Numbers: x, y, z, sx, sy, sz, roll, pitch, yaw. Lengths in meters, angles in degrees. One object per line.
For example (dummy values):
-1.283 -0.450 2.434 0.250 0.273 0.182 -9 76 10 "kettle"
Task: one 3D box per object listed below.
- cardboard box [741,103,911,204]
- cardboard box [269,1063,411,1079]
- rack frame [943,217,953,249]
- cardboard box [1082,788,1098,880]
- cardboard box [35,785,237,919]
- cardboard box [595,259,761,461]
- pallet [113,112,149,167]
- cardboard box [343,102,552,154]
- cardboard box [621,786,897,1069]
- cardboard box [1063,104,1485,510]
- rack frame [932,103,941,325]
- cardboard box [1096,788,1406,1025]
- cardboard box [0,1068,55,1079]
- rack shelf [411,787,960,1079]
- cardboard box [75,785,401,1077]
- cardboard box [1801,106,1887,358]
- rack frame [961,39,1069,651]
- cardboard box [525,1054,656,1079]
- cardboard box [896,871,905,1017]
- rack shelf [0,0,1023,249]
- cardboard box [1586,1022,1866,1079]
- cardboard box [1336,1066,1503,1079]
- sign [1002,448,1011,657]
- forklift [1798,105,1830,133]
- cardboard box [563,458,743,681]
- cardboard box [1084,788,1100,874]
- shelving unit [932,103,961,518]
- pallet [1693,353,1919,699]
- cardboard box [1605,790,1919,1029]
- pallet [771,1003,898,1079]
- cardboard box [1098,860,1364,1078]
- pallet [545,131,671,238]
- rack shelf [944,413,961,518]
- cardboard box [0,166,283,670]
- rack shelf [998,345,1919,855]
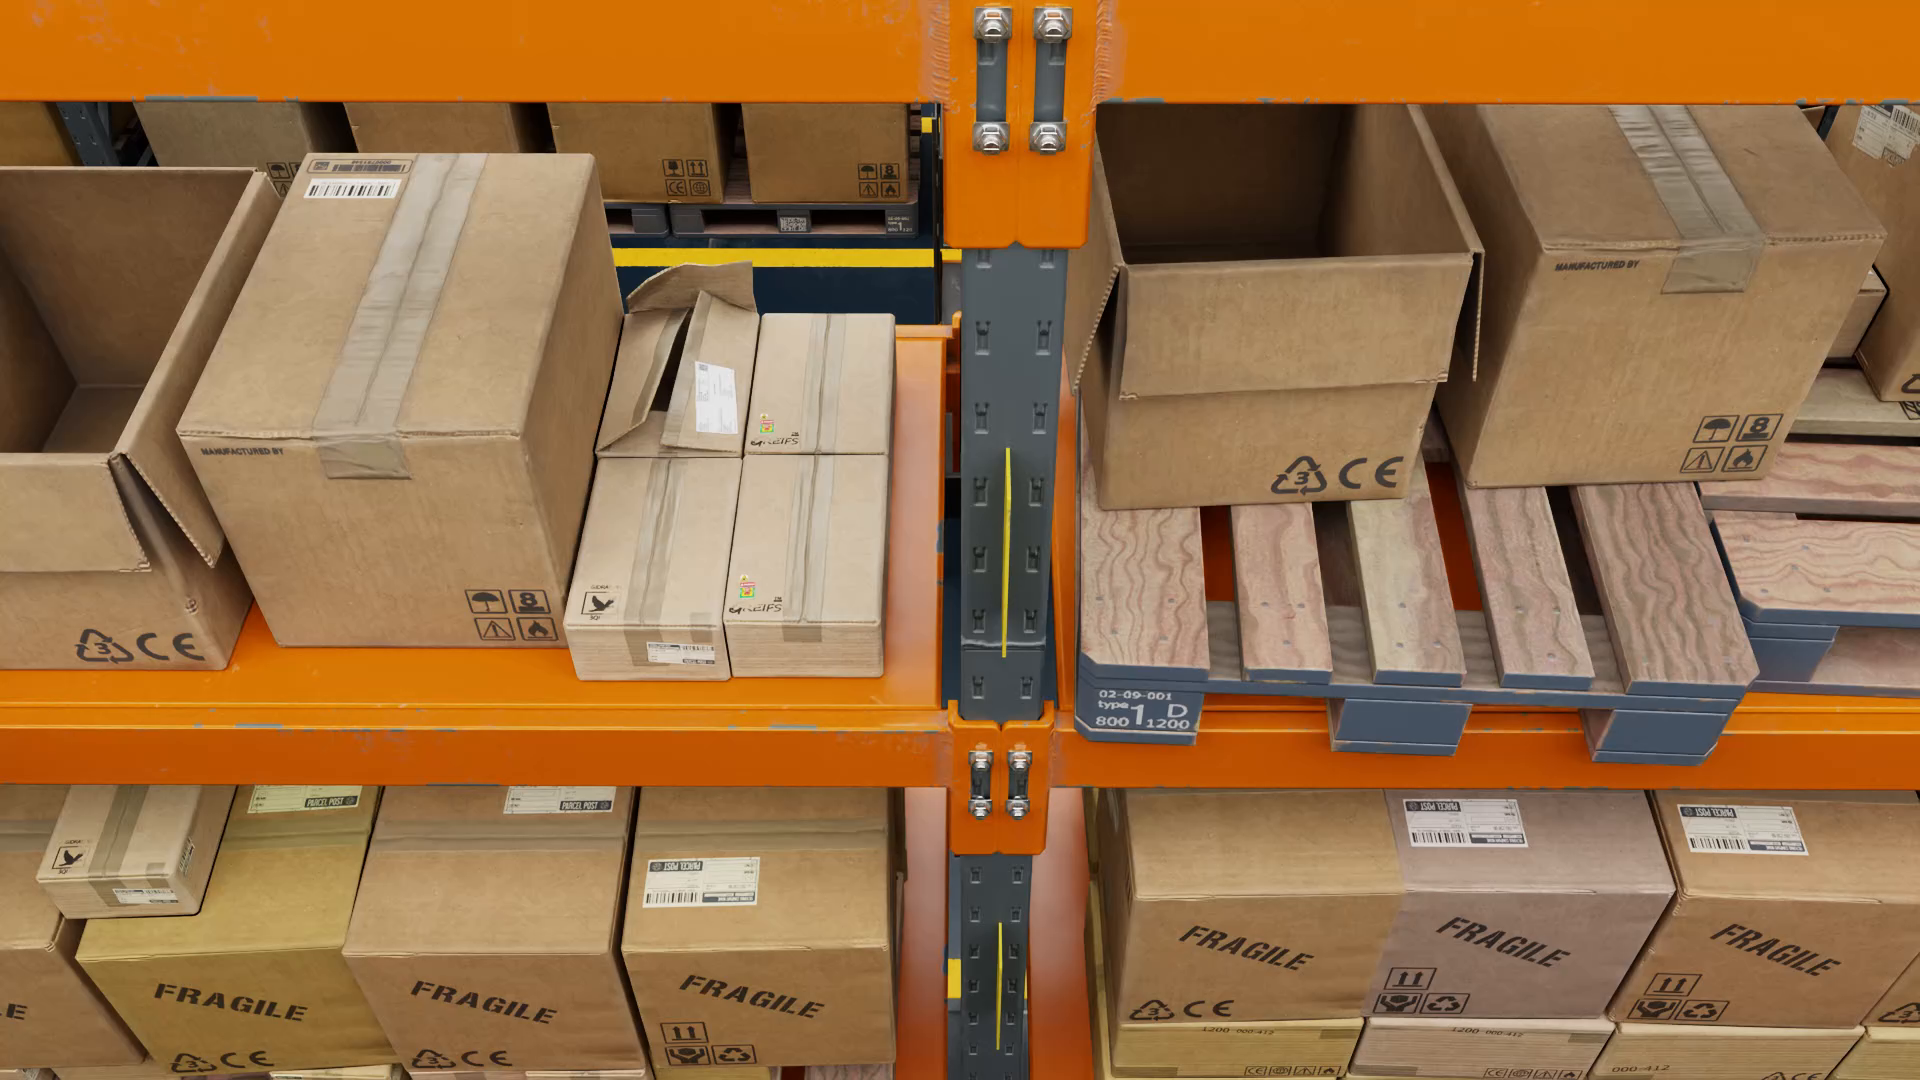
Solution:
-0.624 -2.246 8.041 0.750 0.750 1.050 0 47 0 "cardboard box"
-1.309 1.023 3.633 0.250 0.149 0.380 1 47 1 "cardboard box"
-0.016 -2.802 7.308 0.127 3.000 1.000 0 47 0 "rack frame"
0.574 0.684 4.166 0.500 0.250 0.500 -1 47 -1 "cardboard box"
-1.570 0.525 3.211 0.250 0.149 0.380 -2 47 -2 "cardboard box"
-0.503 -0.280 3.004 0.258 0.266 0.396 0 47 0 "cardboard box"
-4.776 -1.922 8.395 1.213 0.211 1.003 0 47 0 "pallet"
-2.430 -2.248 8.043 0.750 0.750 1.050 0 47 0 "cardboard box"
-0.389 0.746 3.448 0.500 0.500 0.500 -1 47 -1 "cardboard box"
0.444 -0.488 2.748 0.637 0.503 0.797 -2 47 -2 "cardboard box"
-0.078 -0.716 5.982 0.015 2.100 0.400 0 47 0 "rack frame"
0.559 0.628 3.365 0.500 0.500 0.500 -1 47 -1 "cardboard box"
-2.078 1.010 3.645 0.250 0.149 0.380 2 47 2 "cardboard box"
-1.933 1.062 4.204 4.000 0.370 1.077 0 47 0 "rack shelf"
-1.410 0.752 3.442 0.500 0.500 0.500 -3 47 -3 "cardboard box"
1.445 -0.550 2.968 0.258 0.266 0.396 -1 47 -1 "cardboard box"
0.067 -1.222 1.740 0.127 3.000 1.000 0 47 0 "rack frame"
-0.782 1.020 3.636 0.250 0.149 0.380 0 47 0 "cardboard box"
-0.262 0.936 3.714 0.250 0.149 0.380 2 47 2 "cardboard box"
-1.933 -0.846 2.154 4.000 0.370 1.077 0 47 0 "rack shelf"
1.588 0.898 3.626 0.500 0.250 0.500 0 47 0 "cardboard box"
1.069 1.047 3.829 0.500 0.250 0.500 -1 47 -1 "cardboard box"
0.063 0.021 2.279 0.005 0.325 0.100 0 47 0 "sign"
2.896 -1.067 5.741 3.031 2.935 1.130 -1 47 -1 "forklift"
-0.498 0.044 2.782 0.250 0.149 0.380 0 47 0 "cardboard box"
0.552 0.518 3.979 0.500 0.250 0.500 0 47 0 "cardboard box"
0.166 -0.715 5.981 0.503 2.100 0.431 0 47 0 "shelving unit"
1.829 -0.172 2.940 1.213 0.211 1.003 2 47 2 "pallet"
1.573 0.635 3.359 0.500 0.500 0.500 1 47 1 "cardboard box"
-0.646 0.963 3.935 1.003 0.211 1.213 0 47 0 "pallet"
0.573 0.885 3.638 0.500 0.250 0.500 0 47 0 "cardboard box"
-2.021 -1.914 8.388 1.213 0.211 1.003 0 47 0 "pallet"
0.166 -0.229 6.503 0.480 0.518 0.431 0 47 0 "rack shelf"
-1.459 -0.218 2.784 0.637 0.503 0.797 0 47 0 "cardboard box"
2.067 0.051 3.096 4.000 0.370 1.077 0 47 0 "rack shelf"
